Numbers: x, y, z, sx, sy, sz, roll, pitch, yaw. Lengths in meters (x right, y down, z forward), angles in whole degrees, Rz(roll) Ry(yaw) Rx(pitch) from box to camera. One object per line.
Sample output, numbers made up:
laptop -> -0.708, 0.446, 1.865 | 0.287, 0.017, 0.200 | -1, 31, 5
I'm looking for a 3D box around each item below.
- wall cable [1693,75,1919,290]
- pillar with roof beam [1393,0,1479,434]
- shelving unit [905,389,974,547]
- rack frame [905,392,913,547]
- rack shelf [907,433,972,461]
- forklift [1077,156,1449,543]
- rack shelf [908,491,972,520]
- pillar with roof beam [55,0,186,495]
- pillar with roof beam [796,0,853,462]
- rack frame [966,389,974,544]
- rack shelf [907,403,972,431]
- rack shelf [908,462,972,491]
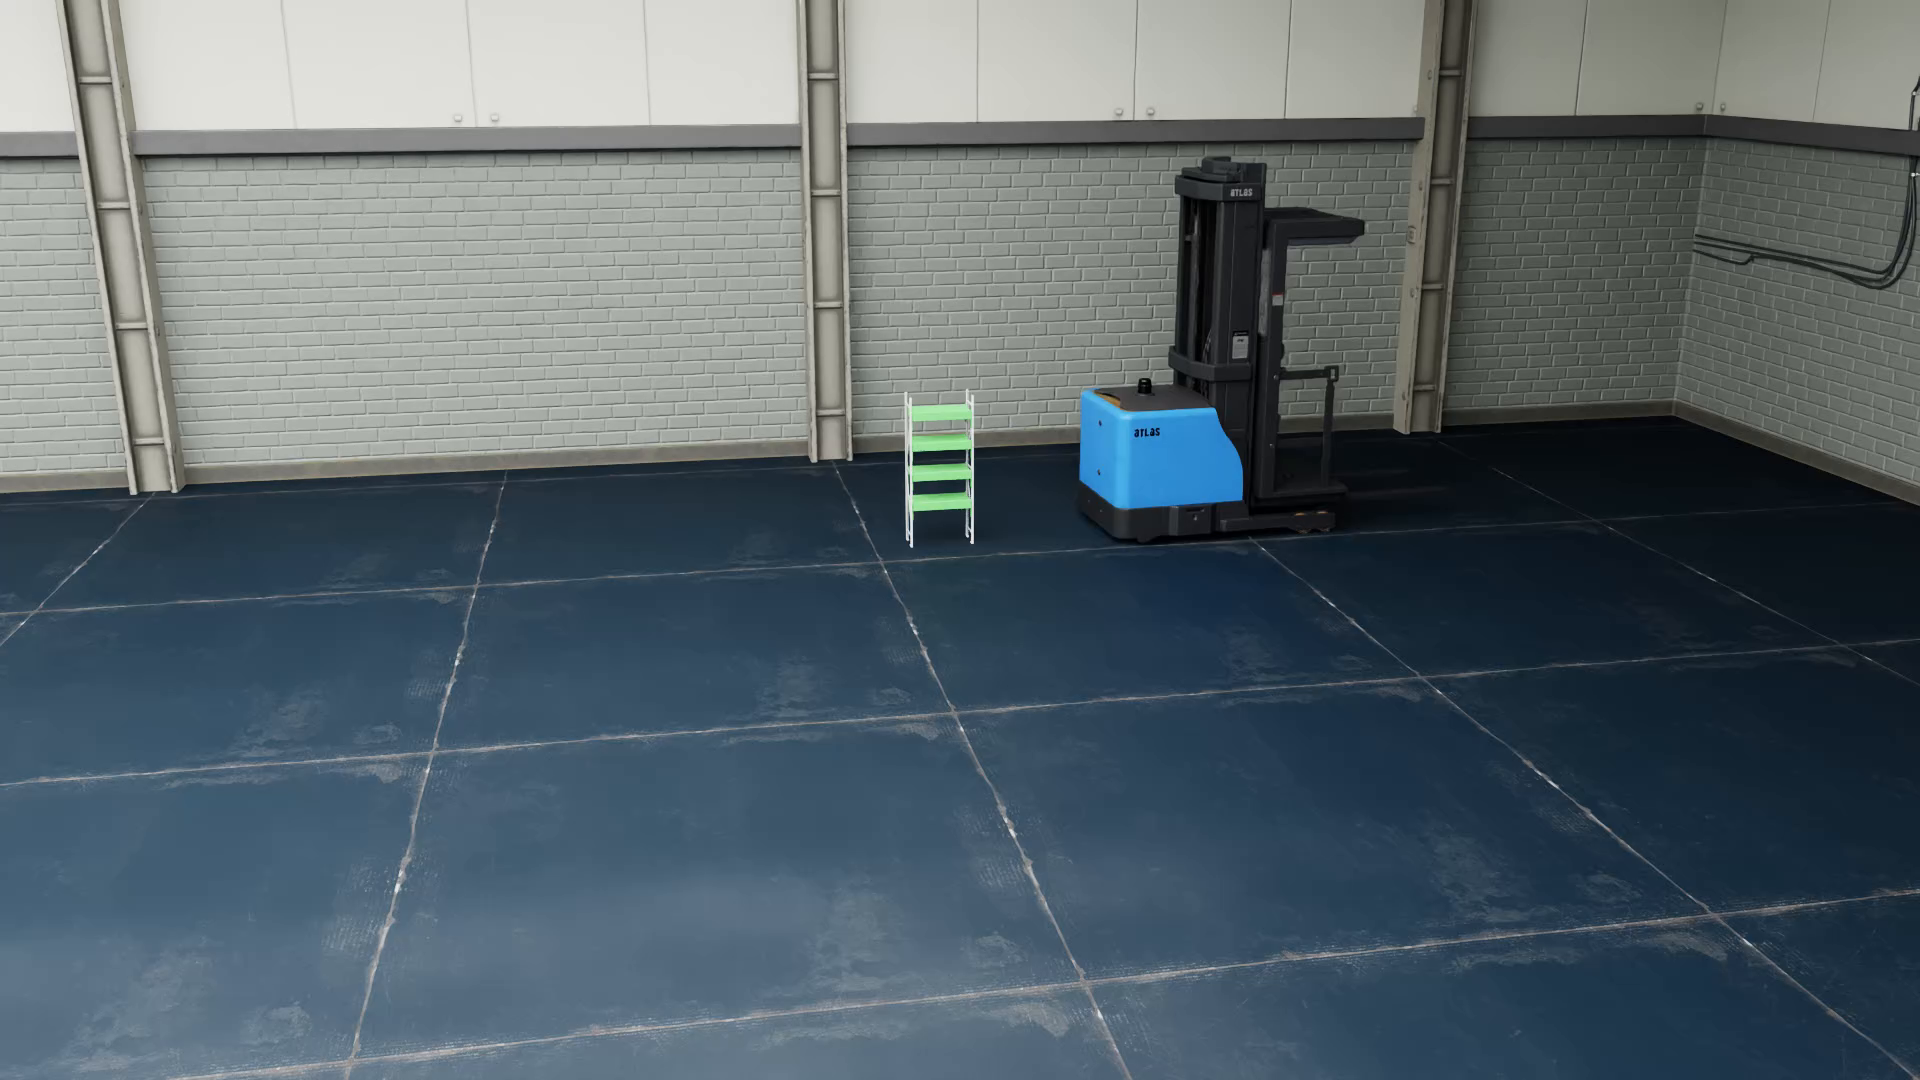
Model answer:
wall cable -> 7.799, -3.723, 15.394 | 0.112, 2.526, 3.097 | -3, 17, -10
pillar with roof beam -> 5.472, -4.183, 11.605 | 0.400, 9.000, 9.100 | -3, 17, -10
shelving unit -> -0.163, -0.564, 13.106 | 0.503, 1.200, 0.258 | -3, 17, -10
rack frame -> -0.402, -0.551, 13.061 | 0.015, 1.200, 0.240 | -3, 17, -10
rack shelf -> -0.163, -0.733, 13.054 | 0.480, 0.148, 0.258 | -3, 17, -10
forklift -> 2.560, -1.599, 13.525 | 3.031, 2.935, 1.130 | -5, 18, -14
rack shelf -> -0.163, -0.274, 13.195 | 0.480, 0.148, 0.258 | -3, 17, -10
pillar with roof beam -> -6.310, -3.515, 9.429 | 0.400, 9.000, 9.100 | -3, 17, -10
pillar with roof beam -> -0.419, -3.849, 10.517 | 0.400, 9.000, 9.100 | -3, 17, -10
rack frame -> 0.077, -0.578, 13.150 | 0.015, 1.200, 0.240 | -3, 17, -10
rack shelf -> -0.163, -0.962, 12.983 | 0.480, 0.148, 0.258 | -3, 17, -10
rack shelf -> -0.163, -0.503, 13.124 | 0.480, 0.148, 0.258 | -3, 17, -10
